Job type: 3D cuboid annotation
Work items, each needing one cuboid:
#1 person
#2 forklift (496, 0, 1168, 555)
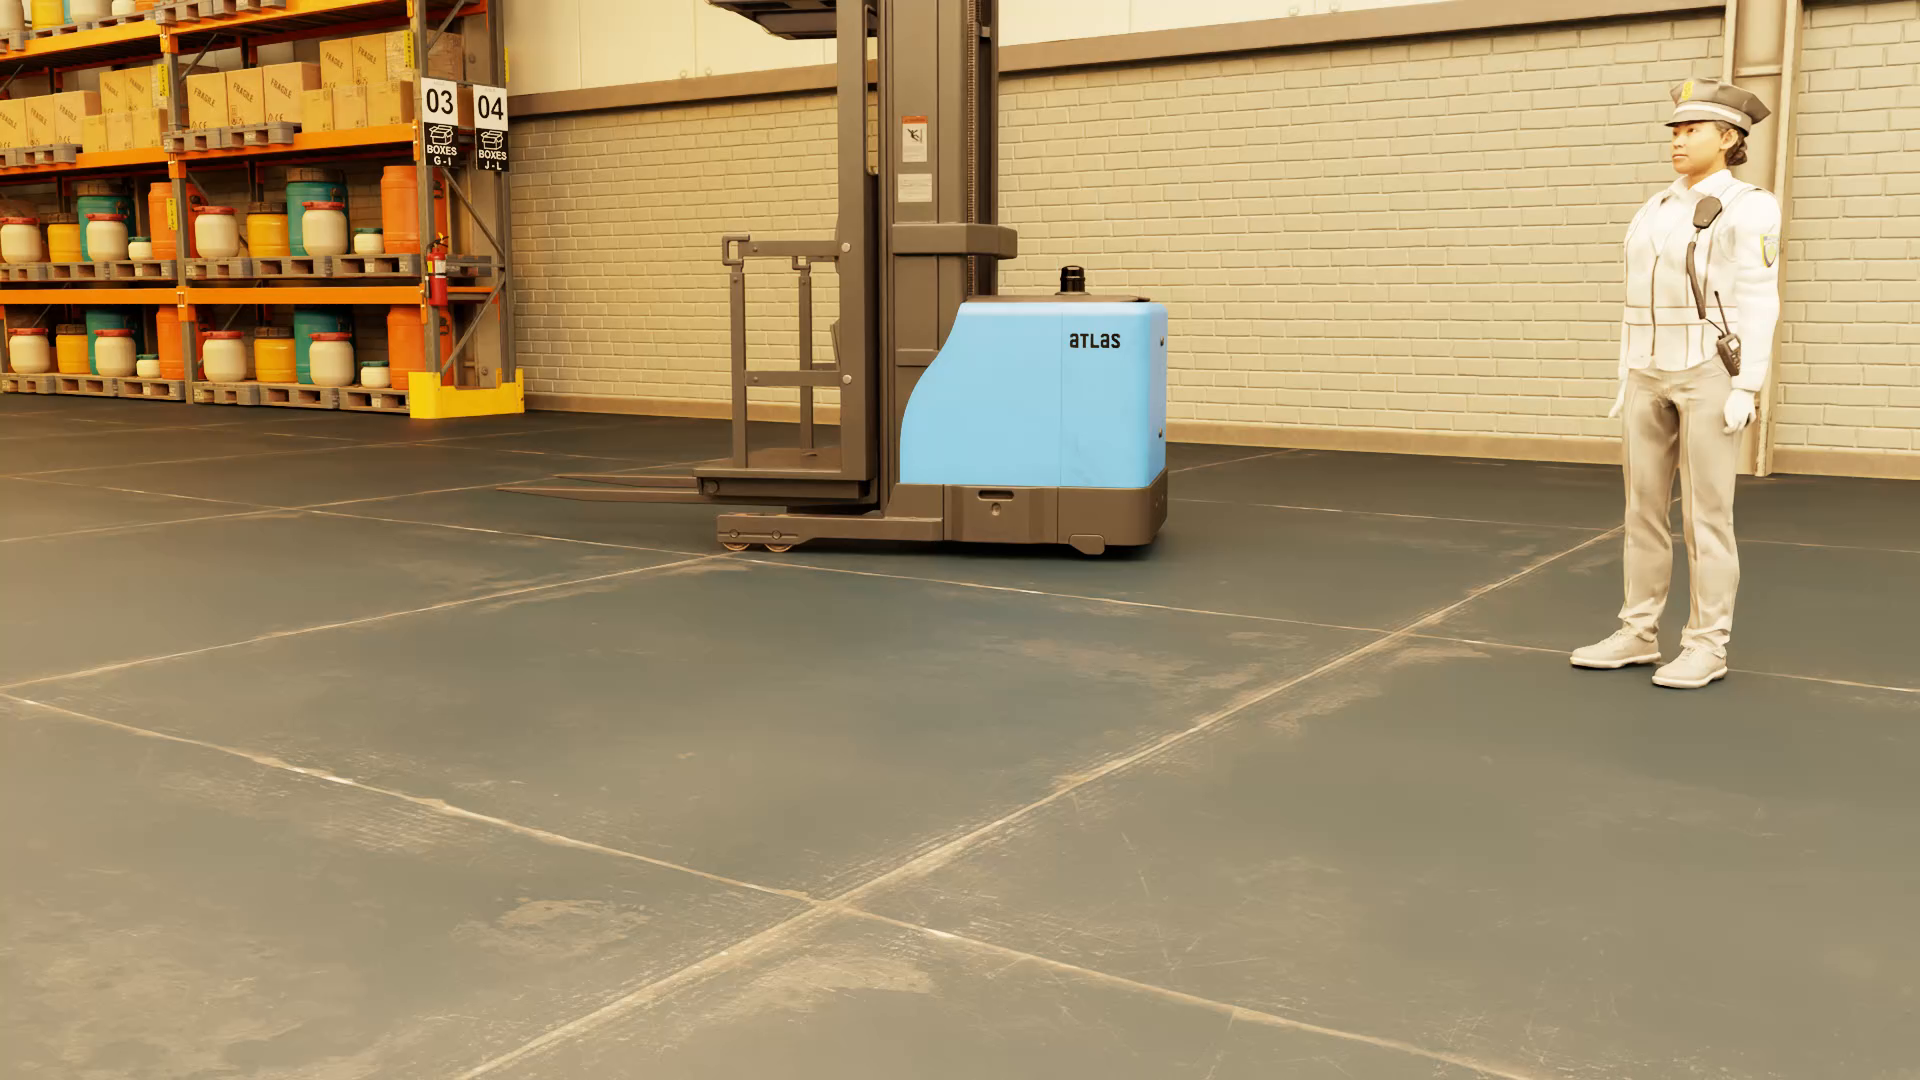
[{"bbox_3d":[2.061,-0.444,4.739,0.366,1.694,0.458,-4,9,-27],"label":"person"},{"bbox_3d":[-0.596,-1.469,7.520,3.031,2.935,1.130,2,8,12],"label":"forklift"}]
